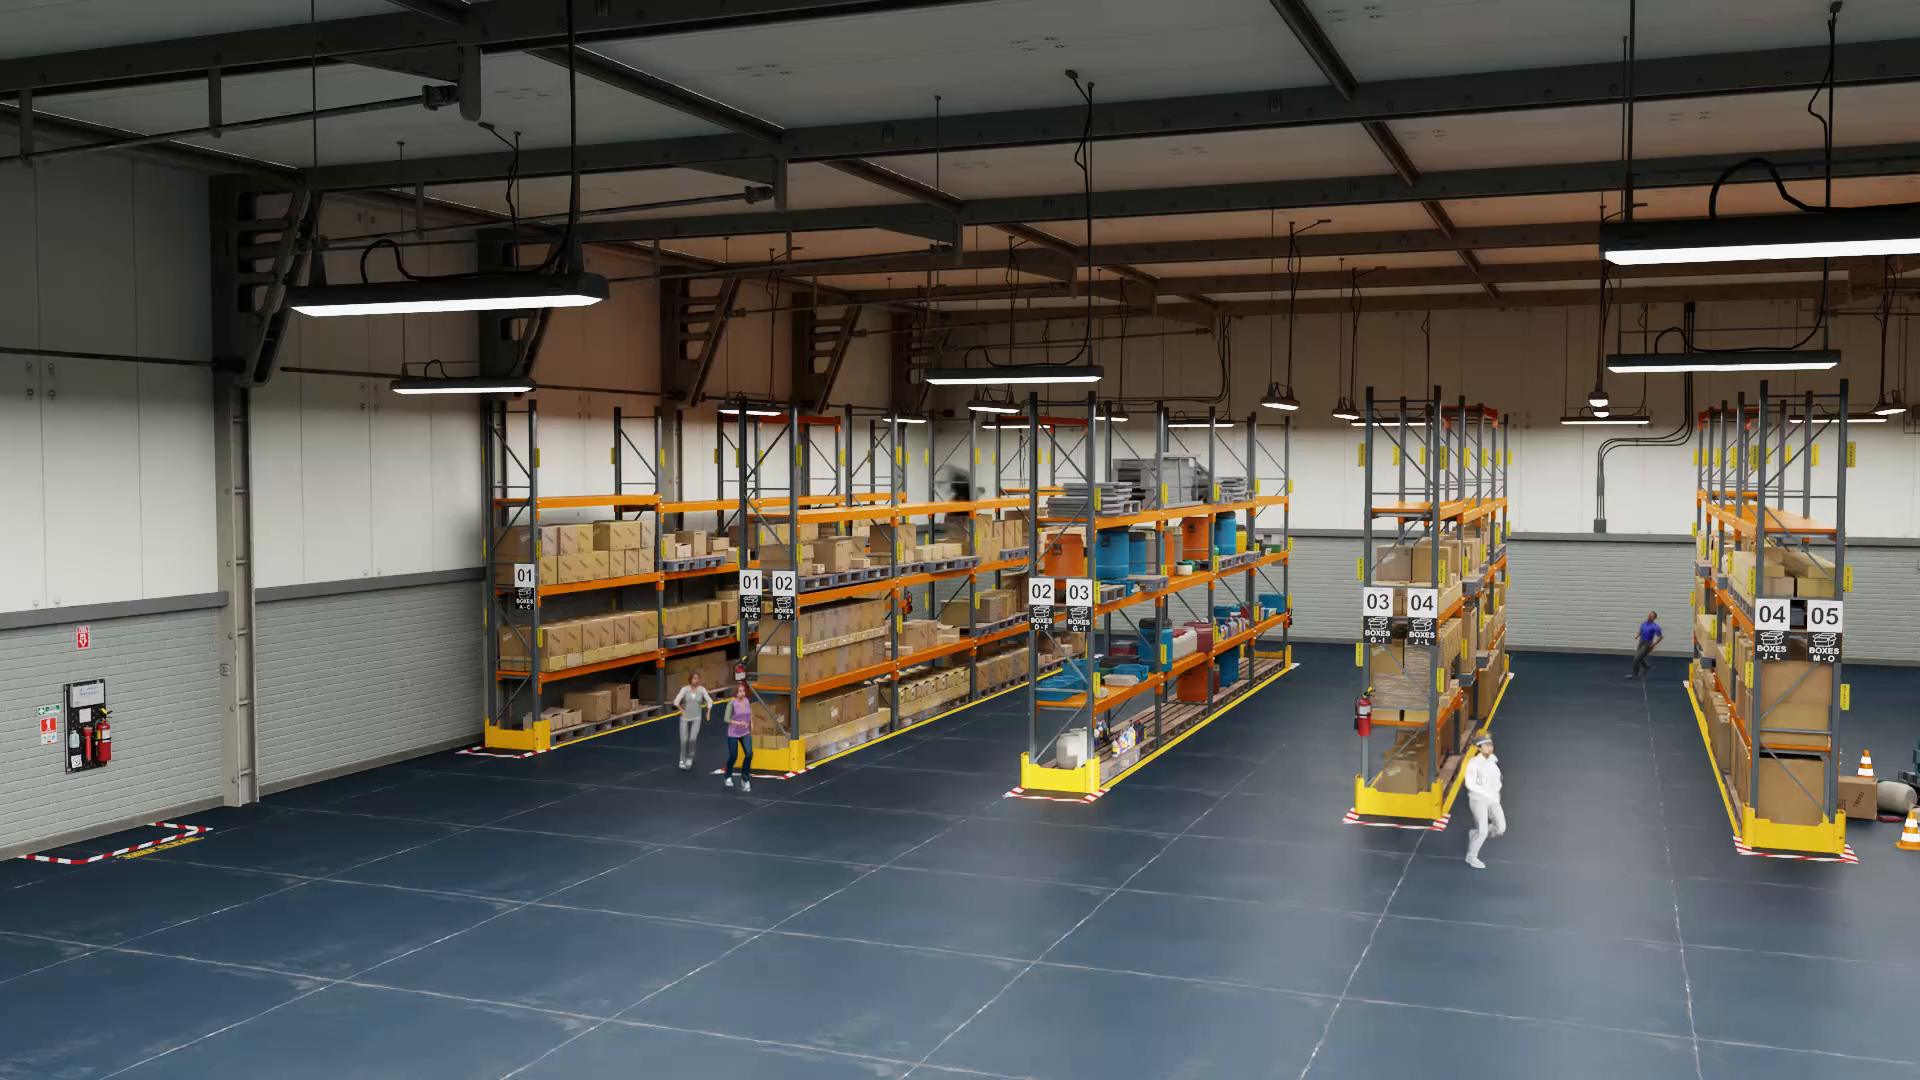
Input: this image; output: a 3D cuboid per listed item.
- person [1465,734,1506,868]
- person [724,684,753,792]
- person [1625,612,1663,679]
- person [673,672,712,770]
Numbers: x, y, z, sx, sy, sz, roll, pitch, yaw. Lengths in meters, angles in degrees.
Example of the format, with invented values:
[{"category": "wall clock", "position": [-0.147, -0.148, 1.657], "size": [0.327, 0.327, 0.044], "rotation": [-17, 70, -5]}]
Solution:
[{"category": "person", "position": [6.443, 3.179, 20.311], "size": [0.645, 1.660, 0.585], "rotation": [-1, 3, -26]}, {"category": "person", "position": [-3.316, 2.976, 25.030], "size": [0.555, 1.646, 0.708], "rotation": [-2, 3, -34]}, {"category": "person", "position": [15.560, 2.372, 37.547], "size": [0.695, 1.553, 0.762], "rotation": [-1, 3, -25]}, {"category": "person", "position": [-4.289, 2.898, 26.688], "size": [0.614, 1.568, 0.564], "rotation": [0, 3, -7]}]
